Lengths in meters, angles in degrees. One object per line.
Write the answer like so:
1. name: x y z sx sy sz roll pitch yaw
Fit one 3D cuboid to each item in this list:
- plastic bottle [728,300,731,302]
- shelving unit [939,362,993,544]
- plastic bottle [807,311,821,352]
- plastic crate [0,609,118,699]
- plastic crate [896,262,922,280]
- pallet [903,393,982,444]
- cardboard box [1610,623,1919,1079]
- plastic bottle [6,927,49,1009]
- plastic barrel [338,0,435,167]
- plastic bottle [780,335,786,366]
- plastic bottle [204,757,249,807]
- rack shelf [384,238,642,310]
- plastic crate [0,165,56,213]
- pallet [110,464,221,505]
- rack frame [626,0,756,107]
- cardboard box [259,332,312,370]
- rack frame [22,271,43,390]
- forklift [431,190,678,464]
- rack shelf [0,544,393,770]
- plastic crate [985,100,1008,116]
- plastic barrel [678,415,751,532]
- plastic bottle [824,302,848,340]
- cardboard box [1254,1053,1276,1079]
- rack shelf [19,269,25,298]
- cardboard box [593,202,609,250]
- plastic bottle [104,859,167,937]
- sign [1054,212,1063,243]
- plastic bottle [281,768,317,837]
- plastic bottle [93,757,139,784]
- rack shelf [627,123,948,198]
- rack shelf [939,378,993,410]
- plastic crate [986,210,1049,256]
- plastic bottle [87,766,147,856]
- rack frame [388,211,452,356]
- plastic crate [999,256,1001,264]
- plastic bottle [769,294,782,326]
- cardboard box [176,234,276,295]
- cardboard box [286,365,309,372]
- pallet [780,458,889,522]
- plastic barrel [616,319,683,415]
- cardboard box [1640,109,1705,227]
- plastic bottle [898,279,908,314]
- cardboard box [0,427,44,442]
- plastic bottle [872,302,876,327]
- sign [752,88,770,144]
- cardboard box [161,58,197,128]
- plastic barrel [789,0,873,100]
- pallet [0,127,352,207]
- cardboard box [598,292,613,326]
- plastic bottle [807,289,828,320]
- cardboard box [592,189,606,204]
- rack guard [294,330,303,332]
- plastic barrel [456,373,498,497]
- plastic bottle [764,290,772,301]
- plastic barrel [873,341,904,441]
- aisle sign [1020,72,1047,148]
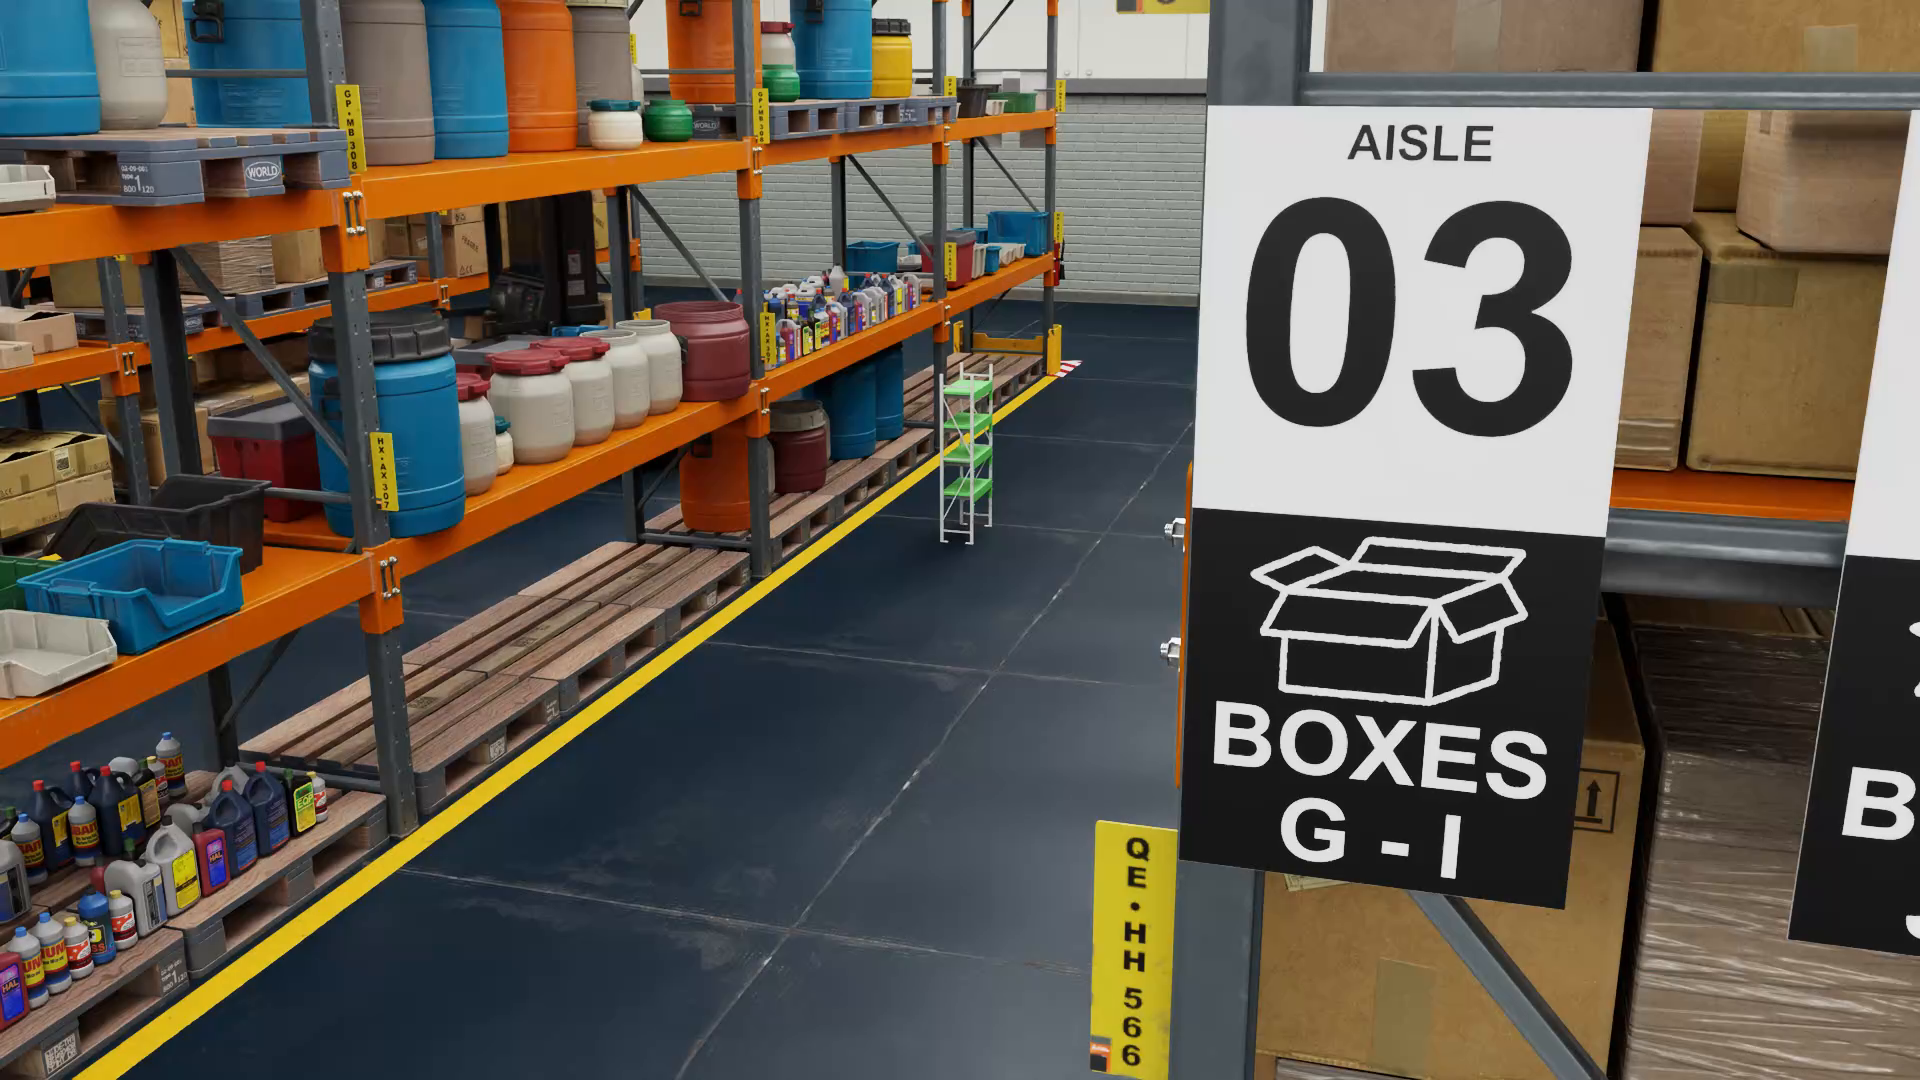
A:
1. plastic bottle: -1.714 -1.620 12.258 0.061 0.283 0.133 5 16 16
2. shelving unit: 0.047 -0.621 11.818 0.258 1.200 0.503 5 16 16
3. plastic bottle: -1.033 -1.483 11.775 0.061 0.283 0.133 5 16 16
4. plastic crate: -3.100 0.380 5.477 0.530 0.136 0.437 5 16 16
5. plastic crate: -0.548 -2.495 15.523 0.437 0.125 0.590 5 16 16
6. pallet: -0.437 -1.139 15.457 1.003 0.211 1.213 5 16 16
7. cardboard box: 1.148 0.444 2.207 0.500 0.500 0.500 5 16 16
8. plastic bottle: -3.107 1.416 5.534 0.097 0.271 0.097 0 16 0
9. plastic barrel: -2.760 -2.197 7.662 0.600 0.901 0.600 0 16 0
10. plastic bottle: -1.225 -1.284 11.225 0.097 0.201 0.097 0 16 0
11. plastic bottle: -2.927 1.051 6.676 0.144 0.351 0.185 5 16 16
12. rack shelf: -4.788 -2.847 17.688 1.077 0.370 4.000 5 16 16
13. plastic crate: -2.950 -1.057 5.044 0.243 0.136 0.396 5 16 16
14. pallet: -6.245 -0.474 13.114 1.003 0.211 1.213 5 16 16
15. rack frame: -1.745 -4.124 9.879 1.000 3.000 0.127 5 16 16
16. cardboard box: -6.012 -1.670 14.622 0.500 0.250 0.500 5 16 16
17. rack frame: -10.107 -3.053 17.096 1.000 3.000 0.127 5 16 16
18. forklift: -3.715 -1.927 13.252 3.031 2.935 1.130 -13 20 -37
19. rack shelf: -3.450 0.678 5.262 1.077 0.370 4.000 5 16 16
20. plastic crate: 0.179 -4.088 15.730 0.437 0.136 0.530 5 16 16
21. plastic barrel: -1.622 -0.525 11.392 0.600 0.830 0.708 5 16 16
22. plastic bottle: -0.918 -1.629 12.305 0.152 0.276 0.135 5 16 16
23. cardboard box: 0.940 0.766 2.904 0.875 0.500 0.500 5 16 16
24. rack shelf: -10.675 -2.184 15.349 1.077 0.370 4.000 5 16 16
25. cardboard box: -4.230 -3.490 18.454 0.500 0.500 0.500 5 17 16
26. plastic bottle: -2.985 1.275 6.023 0.152 0.276 0.135 5 17 17
27. sign: 1.060 -3.371 17.919 0.100 0.325 0.005 5 16 16
28. plastic bottle: -2.702 1.055 6.785 0.061 0.283 0.133 5 17 19
29. plastic bottle: -3.458 1.043 6.840 0.152 0.276 0.135 5 17 18
30. rack shelf: -1.177 -2.858 12.231 1.077 0.370 4.000 5 16 16
31. rack shelf: 0.047 -1.021 11.705 0.258 0.148 0.480 5 16 16
32. plastic crate: 0.612 -3.275 17.704 0.616 0.435 0.499 5 16 16
33. plastic bottle: -3.371 1.061 6.639 0.144 0.351 0.185 5 16 16
34. rack frame: -5.356 -2.670 15.745 1.000 3.000 0.127 5 16 16
35. plastic crate: 0.252 -2.777 16.498 0.298 0.136 0.250 5 16 16
36. plastic bottle: -1.411 -1.738 12.696 0.097 0.271 0.097 0 16 0
37. cardboard box: -5.979 -2.271 13.388 0.700 0.500 0.500 8 18 26
38. cardboard box: -5.513 -1.268 14.576 0.500 0.500 0.500 5 17 17
39. pallet: -1.212 -0.424 12.939 1.003 0.211 1.213 5 16 16
40. plastic barrel: -1.833 -1.006 9.675 0.421 0.512 0.421 0 16 0
41. cardboard box: 0.696 -0.480 2.071 0.380 0.149 0.250 4 16 14
42. plastic bottle: -0.514 -2.001 13.615 0.152 0.276 0.135 5 16 16
43. cardboard box: -6.924 -0.658 11.894 0.500 0.311 0.500 5 17 18
44. plastic bottle: -0.703 -1.766 12.922 0.097 0.201 0.097 0 16 0
45. sign: -1.216 -2.590 10.159 0.100 0.325 0.005 5 16 16
46. cardboard box: -6.257 -3.365 12.515 0.910 0.500 0.500 5 16 16
47. plastic barrel: -0.947 -3.713 12.236 0.600 0.901 0.708 5 16 16
48. pallet: -2.993 -1.348 5.932 1.213 0.211 1.003 5 16 16
49. cardboard box: -4.138 -2.564 19.147 0.500 0.500 0.500 5 16 16
50. plastic bottle: -1.053 -1.684 12.358 0.144 0.351 0.185 5 16 16
51. cardboard box: -4.225 -3.975 18.333 0.500 0.500 0.500 5 17 17
52. rack guard: -8.963 -2.903 21.149 1.175 0.500 0.348 5 16 16
53. plastic barrel: -2.400 -0.490 7.812 0.433 0.535 0.433 0 16 0
54. plastic bottle: -1.493 -1.800 12.915 0.097 0.271 0.097 0 16 0
55. plastic barrel: -0.779 -1.336 14.119 0.600 0.901 0.708 5 16 16
56. aisle sign: 0.830 -4.578 17.708 0.394 0.787 0.004 5 16 16
